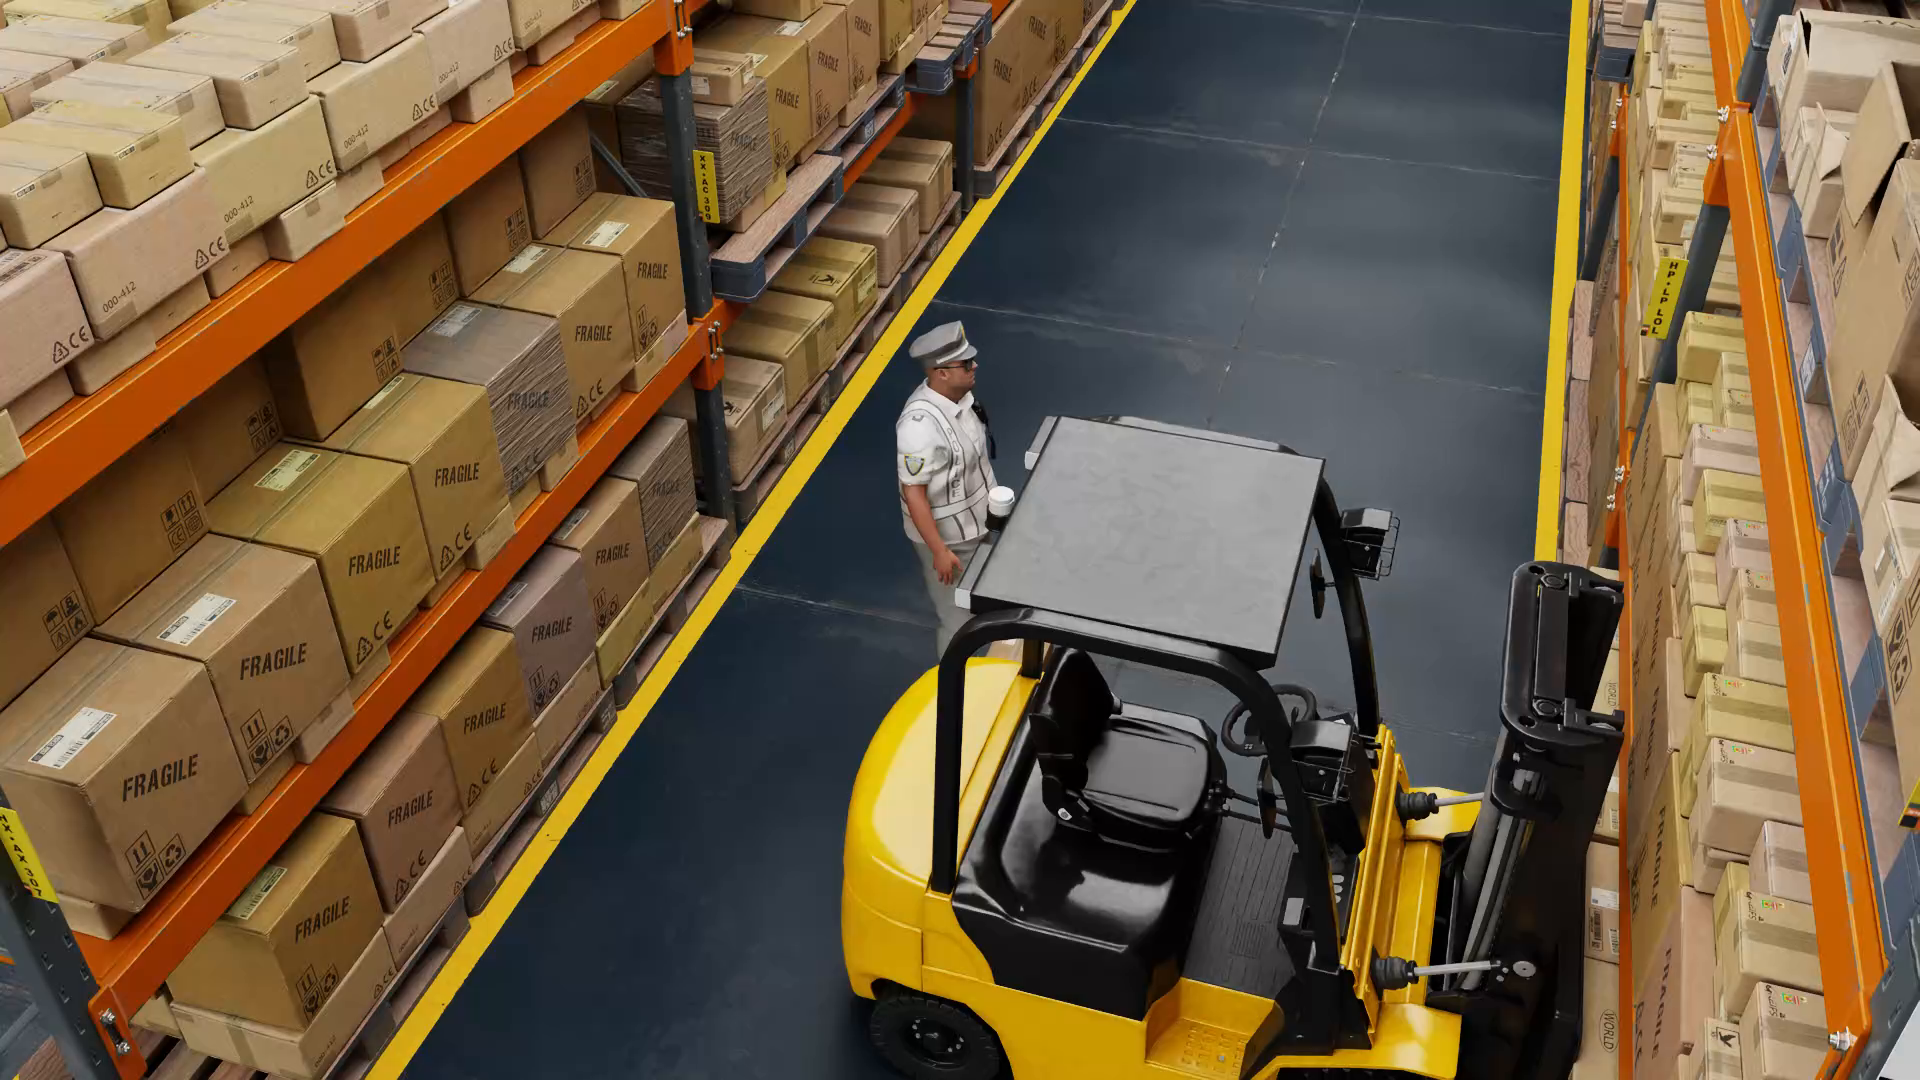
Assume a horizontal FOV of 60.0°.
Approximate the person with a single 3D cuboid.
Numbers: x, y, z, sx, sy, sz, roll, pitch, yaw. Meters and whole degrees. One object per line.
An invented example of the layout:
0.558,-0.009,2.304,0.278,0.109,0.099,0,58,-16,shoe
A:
0.047,-0.072,6.942,0.575,1.780,0.640,11,38,14,person
